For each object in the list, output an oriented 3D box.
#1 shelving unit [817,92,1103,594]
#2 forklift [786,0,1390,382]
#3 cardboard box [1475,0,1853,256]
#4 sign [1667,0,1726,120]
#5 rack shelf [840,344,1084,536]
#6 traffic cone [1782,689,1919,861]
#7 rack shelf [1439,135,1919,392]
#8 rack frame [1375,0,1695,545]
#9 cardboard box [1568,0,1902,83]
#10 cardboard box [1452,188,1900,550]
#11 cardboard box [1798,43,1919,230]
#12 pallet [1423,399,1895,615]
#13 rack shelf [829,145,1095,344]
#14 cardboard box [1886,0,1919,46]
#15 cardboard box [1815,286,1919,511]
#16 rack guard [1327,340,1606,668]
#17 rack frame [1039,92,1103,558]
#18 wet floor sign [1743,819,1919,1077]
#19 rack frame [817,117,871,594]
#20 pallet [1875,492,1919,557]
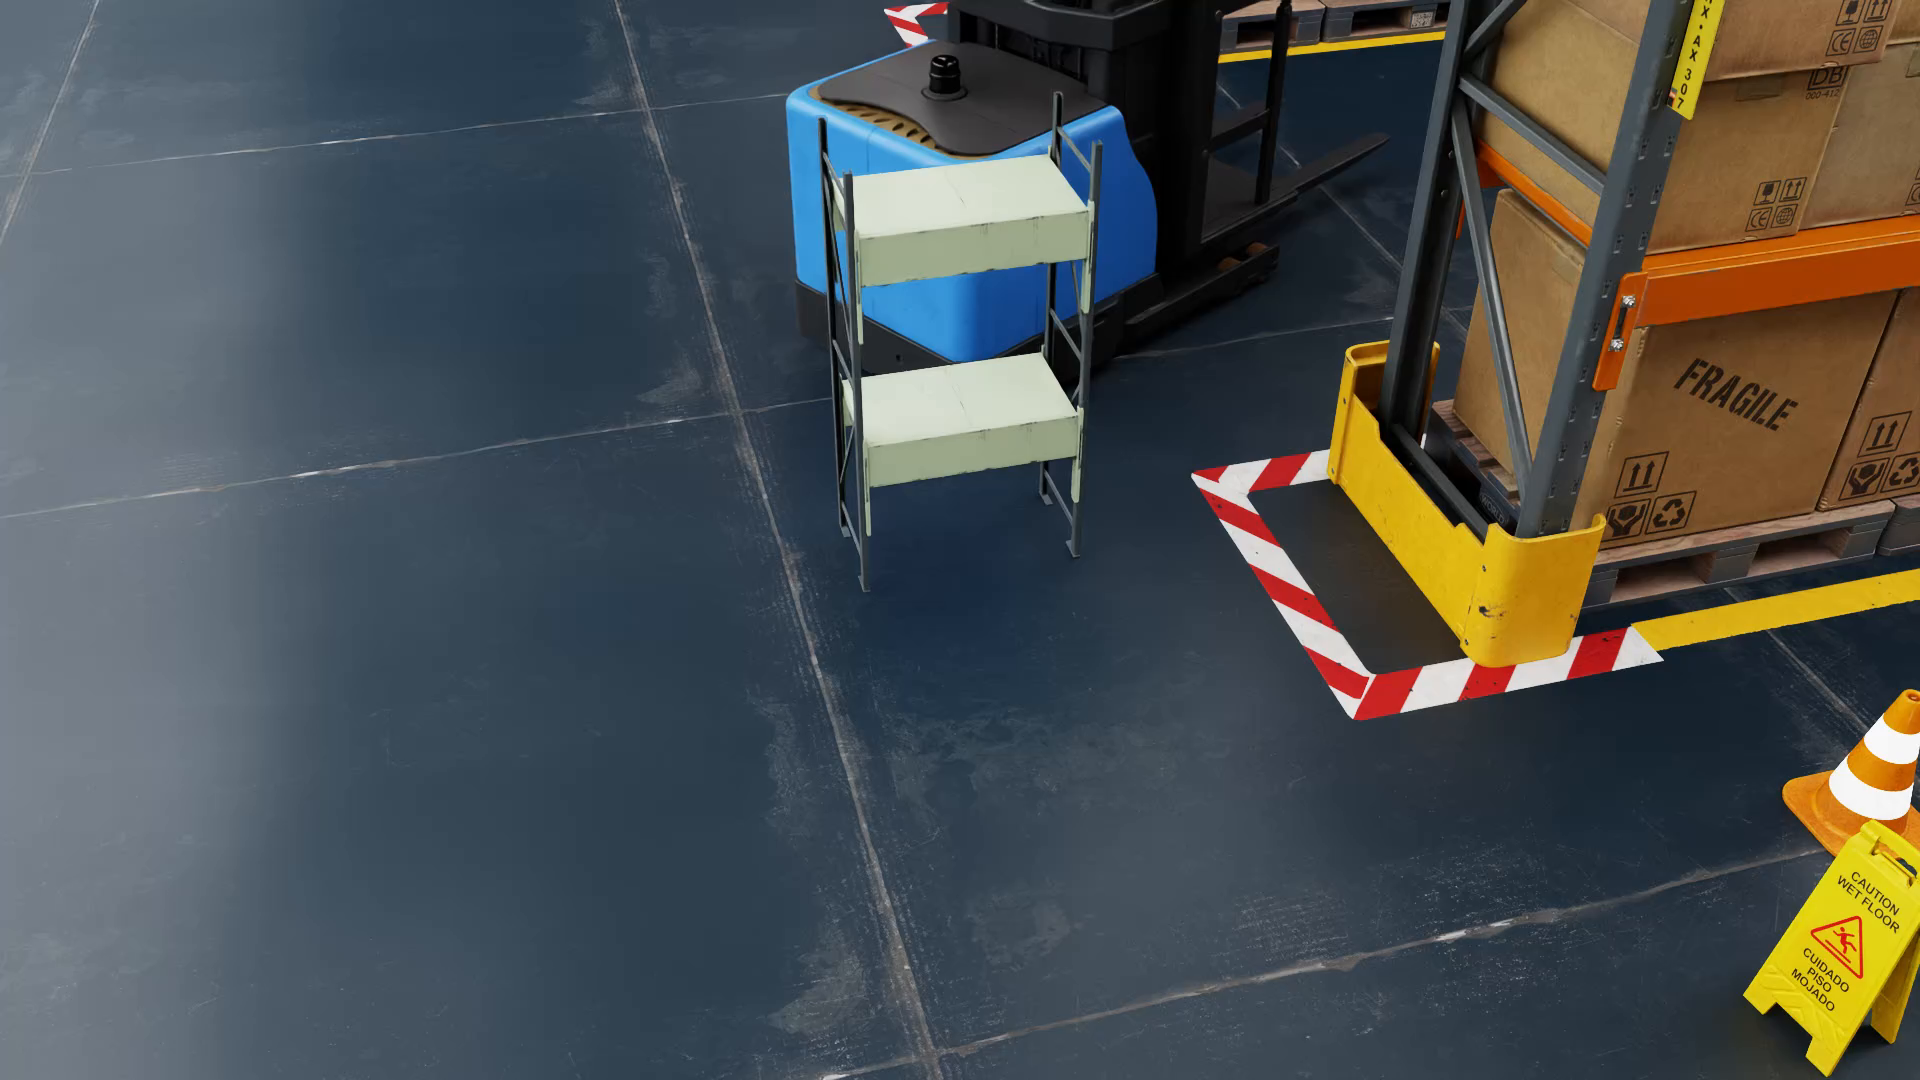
[{"bbox_3d":[-0.006,-0.595,5.293,0.755,1.500,0.431,-9,38,-12],"label":"shelving unit"},{"bbox_3d":[0.736,-2.398,6.473,3.031,2.935,1.130,-31,47,-34],"label":"forklift"},{"bbox_3d":[2.012,-1.298,4.855,0.550,0.550,0.875,-9,38,-12],"label":"cardboard box"},{"bbox_3d":[1.805,-1.202,4.075,0.005,0.325,0.100,-9,38,-12],"label":"sign"},{"bbox_3d":[-0.006,-0.336,5.491,0.720,0.370,0.431,-9,38,-12],"label":"rack shelf"},{"bbox_3d":[2.549,0.603,4.581,0.334,0.463,0.336,-9,38,-12],"label":"traffic cone"},{"bbox_3d":[3.597,-1.185,5.422,4.000,0.370,1.077,-9,38,-12],"label":"rack shelf"},{"bbox_3d":[1.666,-1.154,4.789,0.127,3.000,1.000,-9,38,-12],"label":"rack frame"},{"bbox_3d":[2.034,-1.678,4.463,0.550,0.550,0.875,-9,38,-12],"label":"cardboard box"},{"bbox_3d":[2.304,-0.623,5.498,0.875,0.875,0.875,-9,38,-12],"label":"cardboard box"},{"bbox_3d":[2.538,-1.398,4.986,0.550,0.550,0.875,-9,38,-12],"label":"cardboard box"},{"bbox_3d":[2.418,-0.218,5.862,1.213,0.211,1.003,-9,38,-12],"label":"pallet"},{"bbox_3d":[-0.006,-0.905,5.056,0.720,0.370,0.431,-9,38,-12],"label":"rack shelf"},{"bbox_3d":[2.541,-1.819,4.647,0.550,0.550,0.875,-9,38,-12],"label":"cardboard box"},{"bbox_3d":[3.152,-0.763,5.682,0.875,0.875,0.875,-10,39,-13],"label":"cardboard box"},{"bbox_3d":[1.643,-0.157,5.544,0.348,0.500,1.175,-9,38,-12],"label":"rack guard"},{"bbox_3d":[0.347,-0.653,5.369,0.023,1.500,0.400,-9,38,-12],"label":"rack frame"},{"bbox_3d":[2.154,0.948,3.980,0.232,0.644,0.267,-16,40,-20],"label":"wet floor sign"},{"bbox_3d":[-0.360,-0.537,5.217,0.023,1.500,0.400,-9,38,-12],"label":"rack frame"},{"bbox_3d":[3.593,-0.410,6.112,1.213,0.211,1.003,-9,38,-12],"label":"pallet"}]
